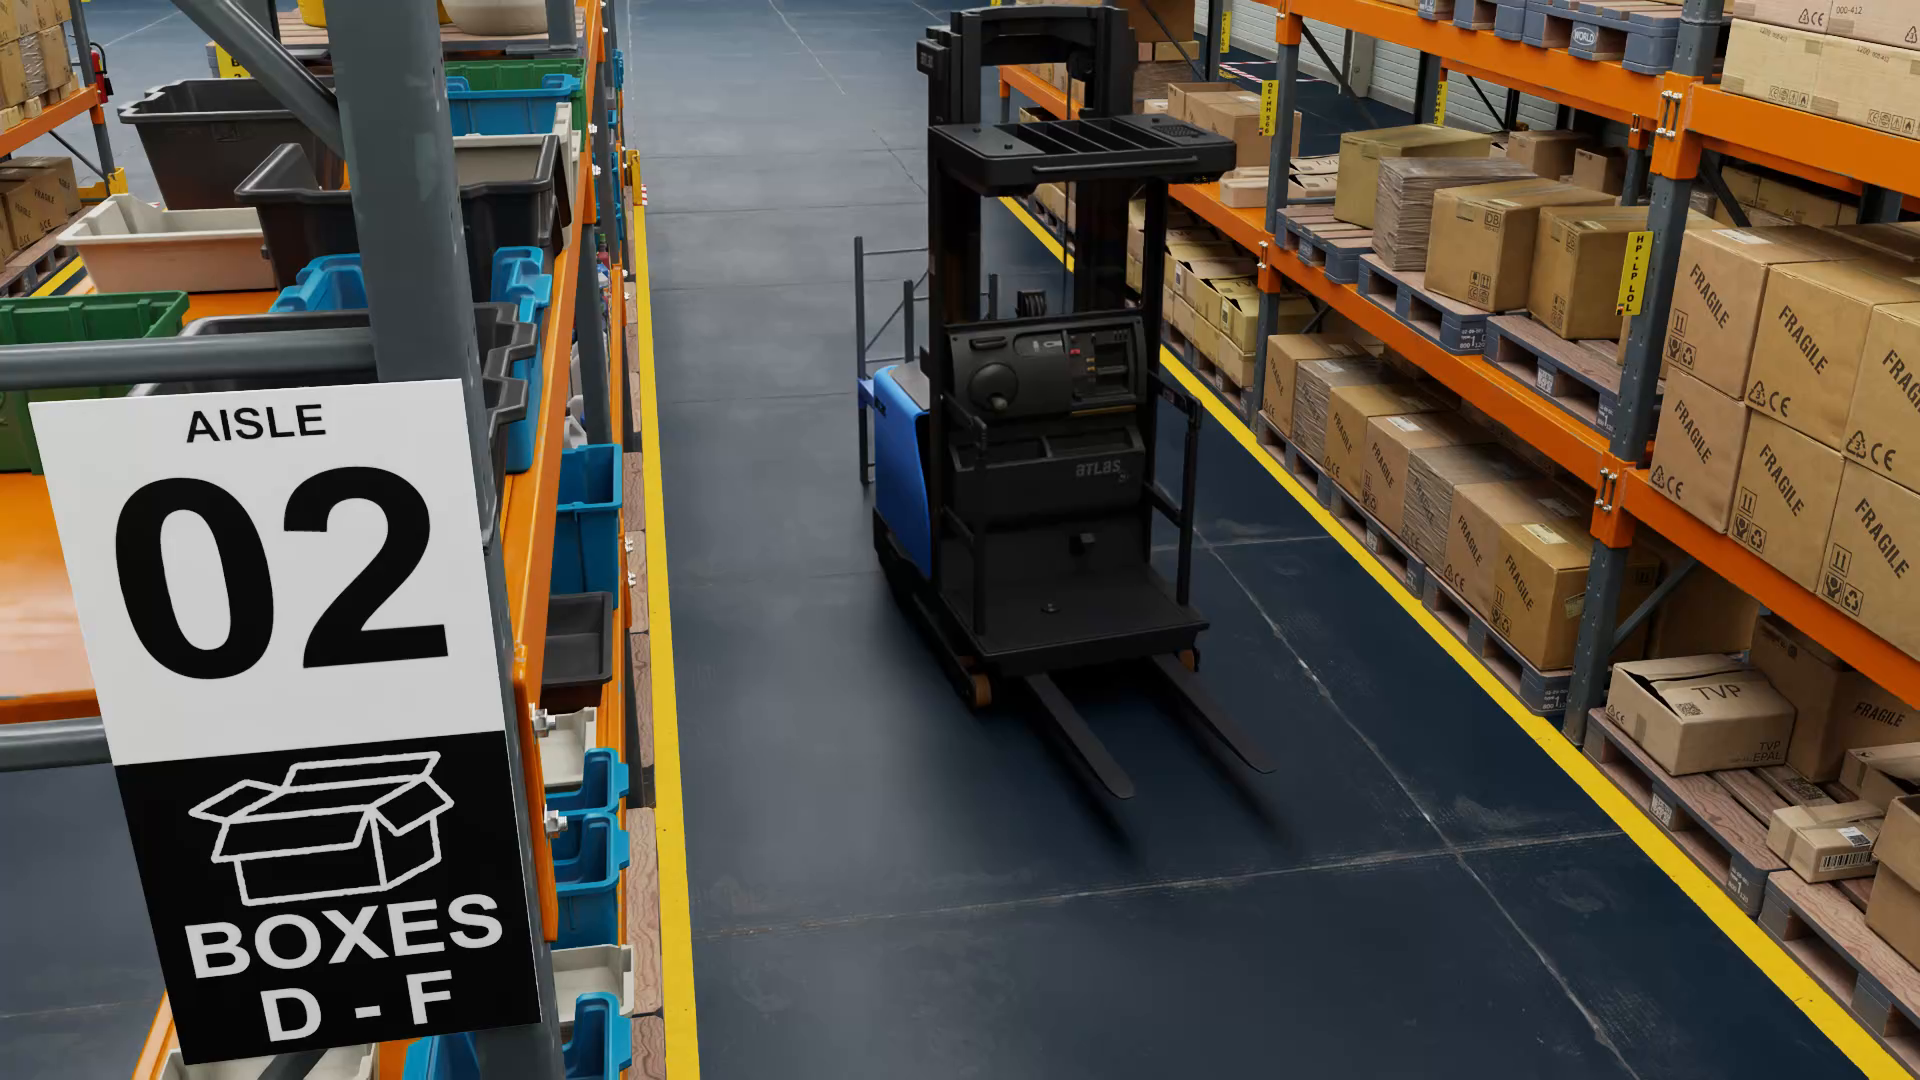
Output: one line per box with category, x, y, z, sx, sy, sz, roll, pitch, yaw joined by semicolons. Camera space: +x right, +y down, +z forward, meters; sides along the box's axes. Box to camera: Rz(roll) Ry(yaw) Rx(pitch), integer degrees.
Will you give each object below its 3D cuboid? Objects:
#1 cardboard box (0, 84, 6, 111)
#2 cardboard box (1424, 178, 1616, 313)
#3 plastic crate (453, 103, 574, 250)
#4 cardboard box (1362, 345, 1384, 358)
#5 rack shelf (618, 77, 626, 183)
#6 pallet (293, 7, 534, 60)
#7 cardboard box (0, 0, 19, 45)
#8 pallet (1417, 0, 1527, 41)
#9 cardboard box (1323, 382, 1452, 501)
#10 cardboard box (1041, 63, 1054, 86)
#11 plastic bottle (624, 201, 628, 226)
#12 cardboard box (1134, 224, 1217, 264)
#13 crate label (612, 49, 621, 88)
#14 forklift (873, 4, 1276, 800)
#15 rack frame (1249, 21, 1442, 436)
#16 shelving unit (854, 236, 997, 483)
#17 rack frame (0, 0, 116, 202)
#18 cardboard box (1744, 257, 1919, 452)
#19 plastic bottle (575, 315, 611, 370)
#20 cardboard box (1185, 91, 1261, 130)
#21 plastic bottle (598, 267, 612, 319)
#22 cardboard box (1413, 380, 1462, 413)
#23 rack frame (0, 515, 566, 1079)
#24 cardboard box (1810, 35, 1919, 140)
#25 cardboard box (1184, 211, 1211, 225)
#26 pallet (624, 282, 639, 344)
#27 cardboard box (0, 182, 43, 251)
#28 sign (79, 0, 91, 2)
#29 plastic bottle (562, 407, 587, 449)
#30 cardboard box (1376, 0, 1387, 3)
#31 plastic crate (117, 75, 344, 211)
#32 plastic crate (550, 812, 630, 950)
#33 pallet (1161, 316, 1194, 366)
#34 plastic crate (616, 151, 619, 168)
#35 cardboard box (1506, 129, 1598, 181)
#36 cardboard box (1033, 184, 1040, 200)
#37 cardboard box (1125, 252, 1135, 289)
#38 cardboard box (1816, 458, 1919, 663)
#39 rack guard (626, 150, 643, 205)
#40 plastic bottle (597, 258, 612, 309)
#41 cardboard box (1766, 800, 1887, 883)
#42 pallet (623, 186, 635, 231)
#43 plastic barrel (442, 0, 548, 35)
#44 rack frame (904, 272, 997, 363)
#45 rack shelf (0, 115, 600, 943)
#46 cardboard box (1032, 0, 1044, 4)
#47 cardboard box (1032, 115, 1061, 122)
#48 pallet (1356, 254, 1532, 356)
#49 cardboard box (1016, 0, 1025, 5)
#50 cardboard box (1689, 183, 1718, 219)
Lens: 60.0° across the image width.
cardboard box;-8.346;-3.703;13.484;0.875;0.500;0.500;-4;24;-10
cardboard box;2.753;-1.464;8.205;0.700;0.500;0.500;-11;26;-23
plastic crate;-1.095;-0.812;3.762;0.437;0.282;0.530;-4;24;-10
cardboard box;2.593;-1.269;11.319;0.500;0.250;0.500;-4;24;-10
rack shelf;-3.577;-3.774;15.043;1.077;0.370;4.000;-4;24;-10
pallet;-2.181;-2.206;7.040;1.003;0.211;1.213;-4;24;-10
cardboard box;-8.197;-4.376;13.776;0.500;0.500;0.500;-4;24;-10
pallet;2.894;-2.494;7.699;1.213;0.211;1.003;-4;24;-10
cardboard box;2.395;-0.562;9.362;0.500;0.500;0.500;-5;24;-10
cardboard box;1.184;-4.715;16.173;0.700;0.500;0.500;-4;24;-9
plastic bottle;-3.131;-2.998;15.221;0.152;0.276;0.135;-5;24;-11
cardboard box;1.677;-2.290;12.956;0.500;0.311;0.500;-5;24;-11
crate label;-3.341;-4.203;15.081;0.502;0.435;0.616;-4;24;-10
forklift;0.472;-0.759;7.326;1.130;2.935;3.031;-7;25;-16
rack frame;2.401;-2.109;10.331;1.000;3.000;0.127;-4;24;-10
shelving unit;-0.205;-0.874;9.377;0.538;1.500;1.048;-7;25;-16
rack frame;-8.814;-4.524;15.861;1.000;3.000;0.127;-4;24;-10
cardboard box;3.047;-0.631;5.572;0.500;0.500;0.500;-5;24;-11
plastic bottle;-1.715;-0.953;7.747;0.144;0.351;0.185;-4;24;-10
cardboard box;1.978;-3.021;12.294;0.500;0.500;0.500;-4;24;-10
plastic bottle;-1.855;-1.267;8.563;0.097;0.271;0.097;0;24;0
cardboard box;2.900;-0.611;9.475;0.500;0.500;0.500;-5;24;-12
rack frame;-0.988;1.403;2.290;1.000;3.000;0.127;-4;24;-10
cardboard box;3.076;-1.435;5.227;0.500;0.250;0.500;-4;24;-10
cardboard box;2.121;-2.529;13.504;0.500;0.311;0.500;-4;24;-8
pallet;-3.024;-1.733;12.955;1.003;0.211;1.213;-4;24;-10
cardboard box;-8.474;-2.844;14.612;0.500;0.500;0.500;-2;24;-5
sign;-8.265;-5.233;15.642;0.100;0.325;0.005;-4;24;-10
plastic bottle;-1.482;-0.326;6.311;0.144;0.351;0.185;-4;24;-10
cardboard box;2.609;-3.160;8.864;0.910;0.500;0.500;-4;24;-10
plastic crate;-1.768;-0.976;4.153;0.497;0.269;0.590;-4;24;-10
plastic crate;-0.954;0.813;3.776;0.416;0.233;0.300;-4;24;-10
pallet;2.065;-1.637;12.734;1.003;0.211;1.213;-4;24;-10
plastic crate;-2.608;-2.556;11.619;0.450;0.188;0.662;-4;24;-10
cardboard box;6.021;-3.885;16.970;0.700;0.500;0.500;-6;24;-13
cardboard box;0.991;-3.568;16.582;0.500;0.250;0.500;-4;24;-10
cardboard box;1.586;-2.237;13.534;0.500;0.250;0.500;-4;24;-8
cardboard box;3.155;0.037;5.292;0.500;0.500;0.500;-4;24;-10
rack guard;-3.886;-3.719;17.140;1.175;0.500;0.348;-4;24;-10
plastic bottle;-1.891;-1.343;8.739;0.097;0.271;0.097;0;24;0
cardboard box;3.176;1.082;6.016;0.380;0.166;0.250;-4;24;-10
pallet;-3.742;-3.266;16.465;1.003;0.211;1.213;-4;24;-10
plastic barrel;-1.579;-2.025;5.698;0.433;0.535;0.433;0;24;0
rack frame;-0.048;-0.680;8.933;0.500;1.500;0.032;-7;25;-16
rack shelf;-1.358;-0.429;3.635;1.077;0.370;4.000;-4;24;-10
cardboard box;1.108;-5.484;16.313;0.700;0.500;0.500;-5;24;-11
cardboard box;1.002;-3.912;16.433;0.500;0.500;0.500;-4;24;-10
pallet;2.765;-1.256;8.619;1.003;0.211;1.213;-4;24;-10
cardboard box;0.783;-5.428;16.996;0.380;0.149;0.250;-4;24;-10
cardboard box;6.682;-2.818;14.529;0.700;0.500;0.500;-3;24;-8
